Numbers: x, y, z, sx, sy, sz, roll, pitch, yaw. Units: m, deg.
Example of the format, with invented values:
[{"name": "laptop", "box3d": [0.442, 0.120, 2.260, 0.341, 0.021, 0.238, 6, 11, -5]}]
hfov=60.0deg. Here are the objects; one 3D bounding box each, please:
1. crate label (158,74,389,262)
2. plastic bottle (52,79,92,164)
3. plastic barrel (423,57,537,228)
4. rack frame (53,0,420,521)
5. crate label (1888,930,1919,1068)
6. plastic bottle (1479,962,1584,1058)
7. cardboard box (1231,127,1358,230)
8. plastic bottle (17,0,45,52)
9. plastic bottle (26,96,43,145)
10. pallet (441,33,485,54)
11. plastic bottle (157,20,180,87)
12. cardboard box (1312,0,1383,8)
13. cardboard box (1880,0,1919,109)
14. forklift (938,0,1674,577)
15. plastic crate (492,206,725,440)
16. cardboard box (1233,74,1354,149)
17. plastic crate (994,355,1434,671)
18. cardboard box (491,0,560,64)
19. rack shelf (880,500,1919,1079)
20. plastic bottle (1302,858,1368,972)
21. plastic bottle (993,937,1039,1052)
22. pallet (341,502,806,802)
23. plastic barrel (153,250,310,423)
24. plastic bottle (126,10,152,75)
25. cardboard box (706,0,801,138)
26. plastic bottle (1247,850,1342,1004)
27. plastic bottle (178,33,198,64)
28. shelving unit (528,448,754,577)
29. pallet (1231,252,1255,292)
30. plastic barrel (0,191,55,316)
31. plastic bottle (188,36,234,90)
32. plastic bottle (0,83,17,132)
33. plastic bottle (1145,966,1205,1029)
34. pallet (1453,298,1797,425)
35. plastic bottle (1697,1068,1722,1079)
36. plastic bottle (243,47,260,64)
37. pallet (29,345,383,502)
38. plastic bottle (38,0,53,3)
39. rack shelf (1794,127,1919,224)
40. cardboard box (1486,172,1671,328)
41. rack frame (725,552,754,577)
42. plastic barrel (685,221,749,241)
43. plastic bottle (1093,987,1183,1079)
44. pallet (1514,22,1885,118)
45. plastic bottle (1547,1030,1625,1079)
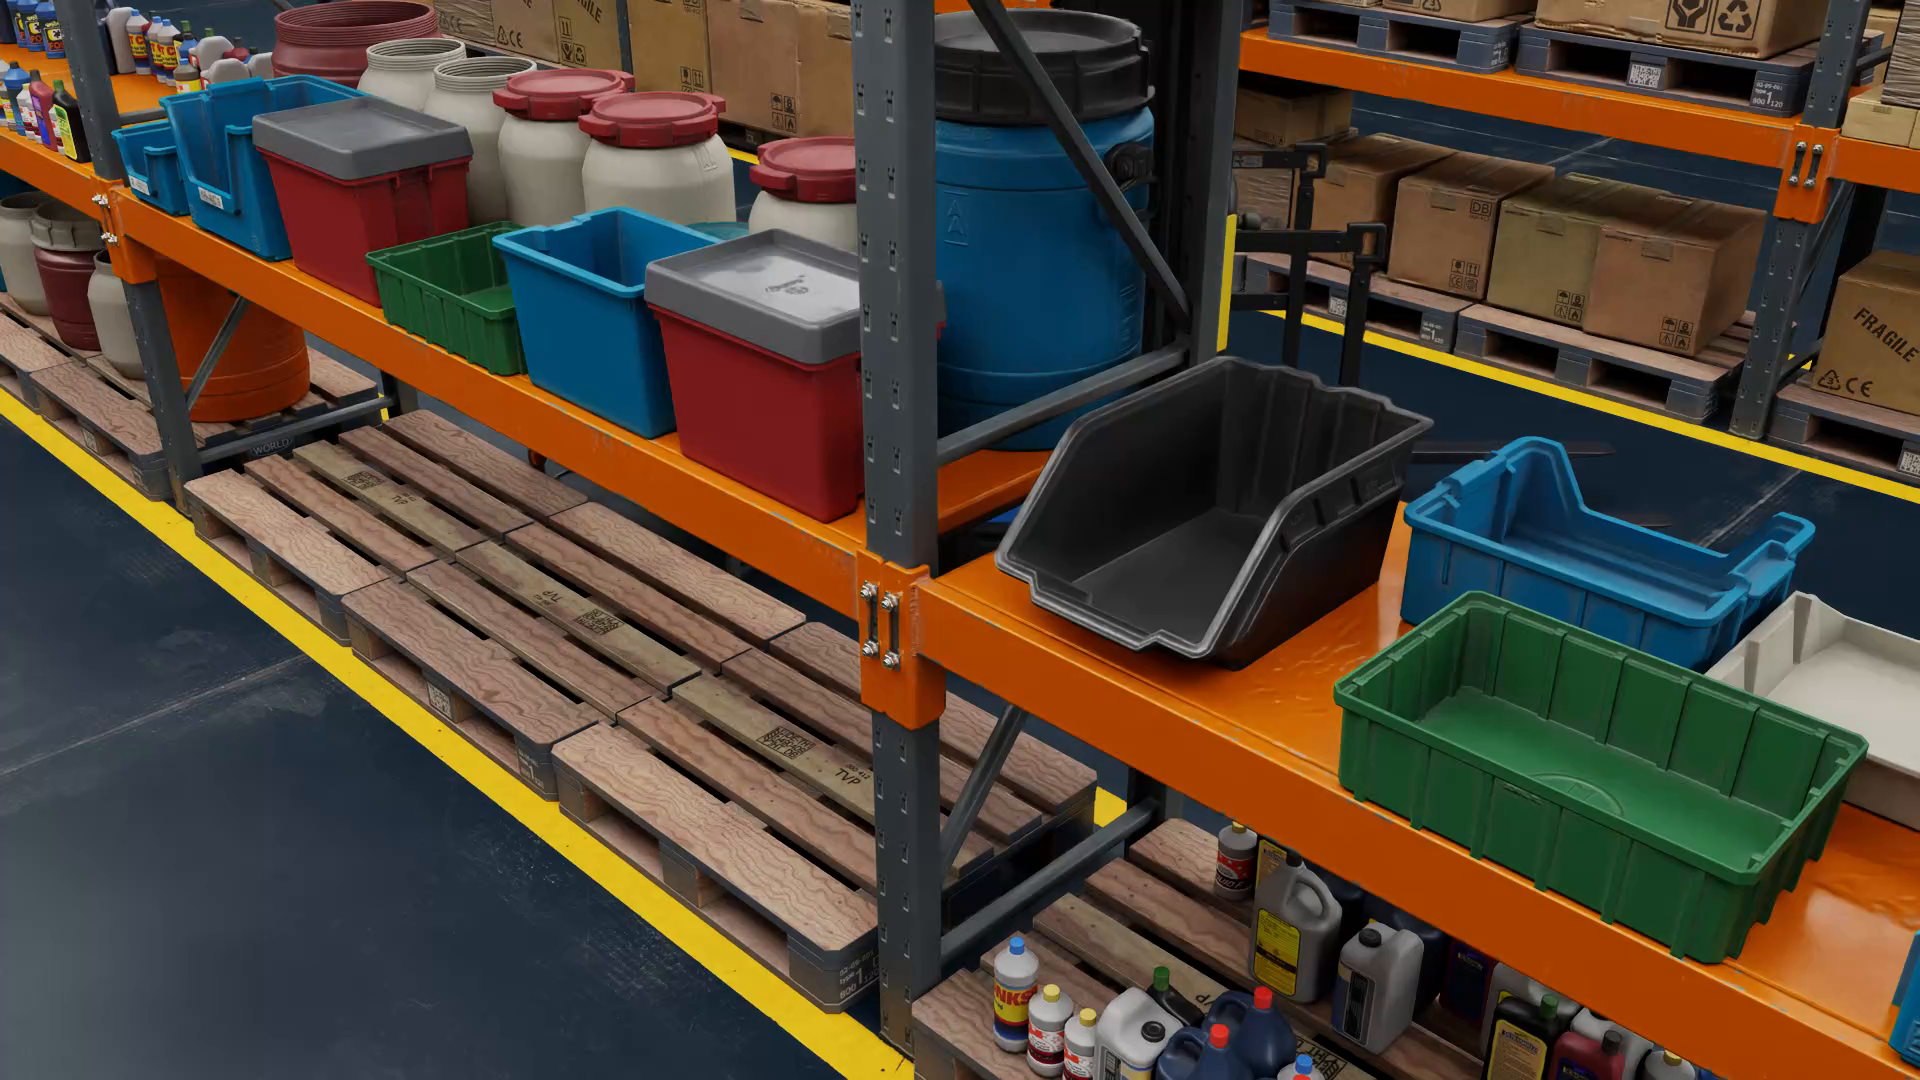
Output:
[{"name": "crate label", "box3d": [-2.131, -1.189, 5.251, 0.616, 0.435, 0.502, 25, 36, 38]}, {"name": "plastic bottle", "box3d": [-3.238, -1.526, 6.055, 0.133, 0.283, 0.061, 25, 36, 38]}, {"name": "plastic barrel", "box3d": [-1.466, -1.235, 5.255, 0.421, 0.512, 0.421, 0, 28, 0]}, {"name": "rack frame", "box3d": [-2.650, -1.588, 6.046, 0.127, 3.000, 1.000, 25, 36, 38]}, {"name": "crate label", "box3d": [1.552, 0.496, 2.045, 0.616, 0.435, 0.502, 25, 36, 38]}, {"name": "plastic bottle", "box3d": [1.231, 0.978, 3.541, 0.185, 0.351, 0.144, 24, 36, 38]}, {"name": "cardboard box", "box3d": [1.719, -1.931, 8.912, 0.500, 0.500, 0.700, 21, 34, 34]}, {"name": "plastic bottle", "box3d": [-4.353, -2.439, 7.804, 0.097, 0.271, 0.097, 0, 28, 0]}, {"name": "plastic bottle", "box3d": [-3.472, -1.609, 6.300, 0.097, 0.201, 0.097, 0, 28, 0]}, {"name": "pallet", "box3d": [-4.257, -4.372, 14.339, 1.213, 0.211, 1.003, 25, 36, 38]}, {"name": "plastic bottle", "box3d": [-3.385, -2.096, 7.151, 0.097, 0.271, 0.097, 0, 28, 0]}, {"name": "cardboard box", "box3d": [1.856, -2.728, 7.924, 0.500, 0.250, 0.500, 23, 36, 37]}, {"name": "cardboard box", "box3d": [3.952, -1.935, 6.279, 0.500, 0.500, 0.875, 25, 36, 38]}, {"name": "forklift", "box3d": [1.015, -1.316, 5.604, 3.031, 2.935, 1.130, 0, 28, 0]}, {"name": "plastic crate", "box3d": [-0.803, -0.532, 4.056, 0.575, 0.384, 0.392, 25, 36, 38]}, {"name": "cardboard box", "box3d": [1.707, -2.273, 8.757, 0.500, 0.250, 0.500, -21, 34, -34]}, {"name": "plastic crate", "box3d": [0.486, -0.042, 3.173, 0.504, 0.338, 0.767, 25, 36, 38]}, {"name": "cardboard box", "box3d": [-3.086, -4.317, 13.070, 0.875, 0.875, 0.875, 25, 36, 38]}, {"name": "rack shelf", "box3d": [1.628, 0.689, 2.490, 4.000, 0.370, 1.077, 25, 36, 38]}, {"name": "plastic bottle", "box3d": [0.863, 0.810, 3.860, 0.185, 0.351, 0.144, 23, 36, 37]}, {"name": "plastic bottle", "box3d": [0.122, 0.980, 3.622, 0.097, 0.271, 0.097, 0, 28, 0]}, {"name": "pallet", "box3d": [-1.259, 0.310, 5.433, 1.213, 0.211, 1.003, 25, 36, 38]}, {"name": "plastic barrel", "box3d": [-3.011, -0.967, 6.746, 0.708, 0.830, 0.600, 25, 36, 38]}, {"name": "plastic bottle", "box3d": [-3.619, -2.203, 7.355, 0.097, 0.271, 0.097, 0, 28, 0]}, {"name": "cardboard box", "box3d": [-0.922, -3.288, 11.113, 0.875, 0.875, 1.225, 23, 36, 37]}, {"name": "plastic bottle", "box3d": [0.762, 0.858, 3.769, 0.185, 0.351, 0.144, 25, 36, 38]}, {"name": "plastic bottle", "box3d": [-3.168, -1.957, 6.887, 0.097, 0.271, 0.097, 0, 28, 0]}, {"name": "shelving unit", "box3d": [-1.097, -0.592, 6.168, 1.048, 1.125, 0.538, 18, 33, 31]}, {"name": "pallet", "box3d": [1.379, -1.742, 9.335, 1.213, 0.211, 1.003, 25, 36, 38]}, {"name": "plastic barrel", "box3d": [-4.282, -1.349, 7.815, 0.421, 0.512, 0.421, 0, 28, 0]}, {"name": "plastic bottle", "box3d": [-3.062, -1.932, 6.835, 0.135, 0.276, 0.152, 25, 36, 38]}, {"name": "plastic bottle", "box3d": [-3.680, -1.704, 6.482, 0.097, 0.201, 0.097, 0, 28, 0]}, {"name": "plastic bottle", "box3d": [0.446, 1.035, 3.504, 0.133, 0.283, 0.061, 25, 36, 38]}, {"name": "pallet", "box3d": [3.118, -0.945, 7.821, 1.213, 0.211, 1.003, 25, 36, 38]}, {"name": "plastic bottle", "box3d": [1.520, 1.130, 3.337, 0.097, 0.271, 0.097, 0, 28, 0]}, {"name": "plastic bottle", "box3d": [-2.796, -1.826, 6.638, 0.097, 0.271, 0.097, 0, 28, 0]}, {"name": "pallet", "box3d": [-3.242, -0.597, 7.158, 1.213, 0.211, 1.003, 25, 36, 38]}, {"name": "plastic bottle", "box3d": [-4.279, -2.489, 7.893, 0.135, 0.276, 0.152, 25, 36, 38]}, {"name": "rack shelf", "box3d": [5.101, -0.955, 5.616, 4.000, 0.370, 1.077, 25, 36, 38]}, {"name": "cardboard box", "box3d": [2.925, -1.384, 7.872, 0.500, 0.500, 0.700, 24, 36, 38]}, {"name": "rack frame", "box3d": [-0.684, -0.454, 5.905, 0.032, 1.125, 0.500, 18, 33, 31]}, {"name": "plastic barrel", "box3d": [-0.634, -0.704, 4.514, 0.301, 0.262, 0.301, 0, 28, 0]}, {"name": "plastic bottle", "box3d": [0.372, 1.074, 3.438, 0.152, 0.276, 0.135, -24, 36, -37]}, {"name": "pallet", "box3d": [3.232, -2.139, 7.301, 1.213, 0.211, 1.003, 25, 36, 38]}, {"name": "plastic bottle", "box3d": [1.269, 1.098, 3.386, 0.133, 0.283, 0.061, 25, 36, 38]}]
